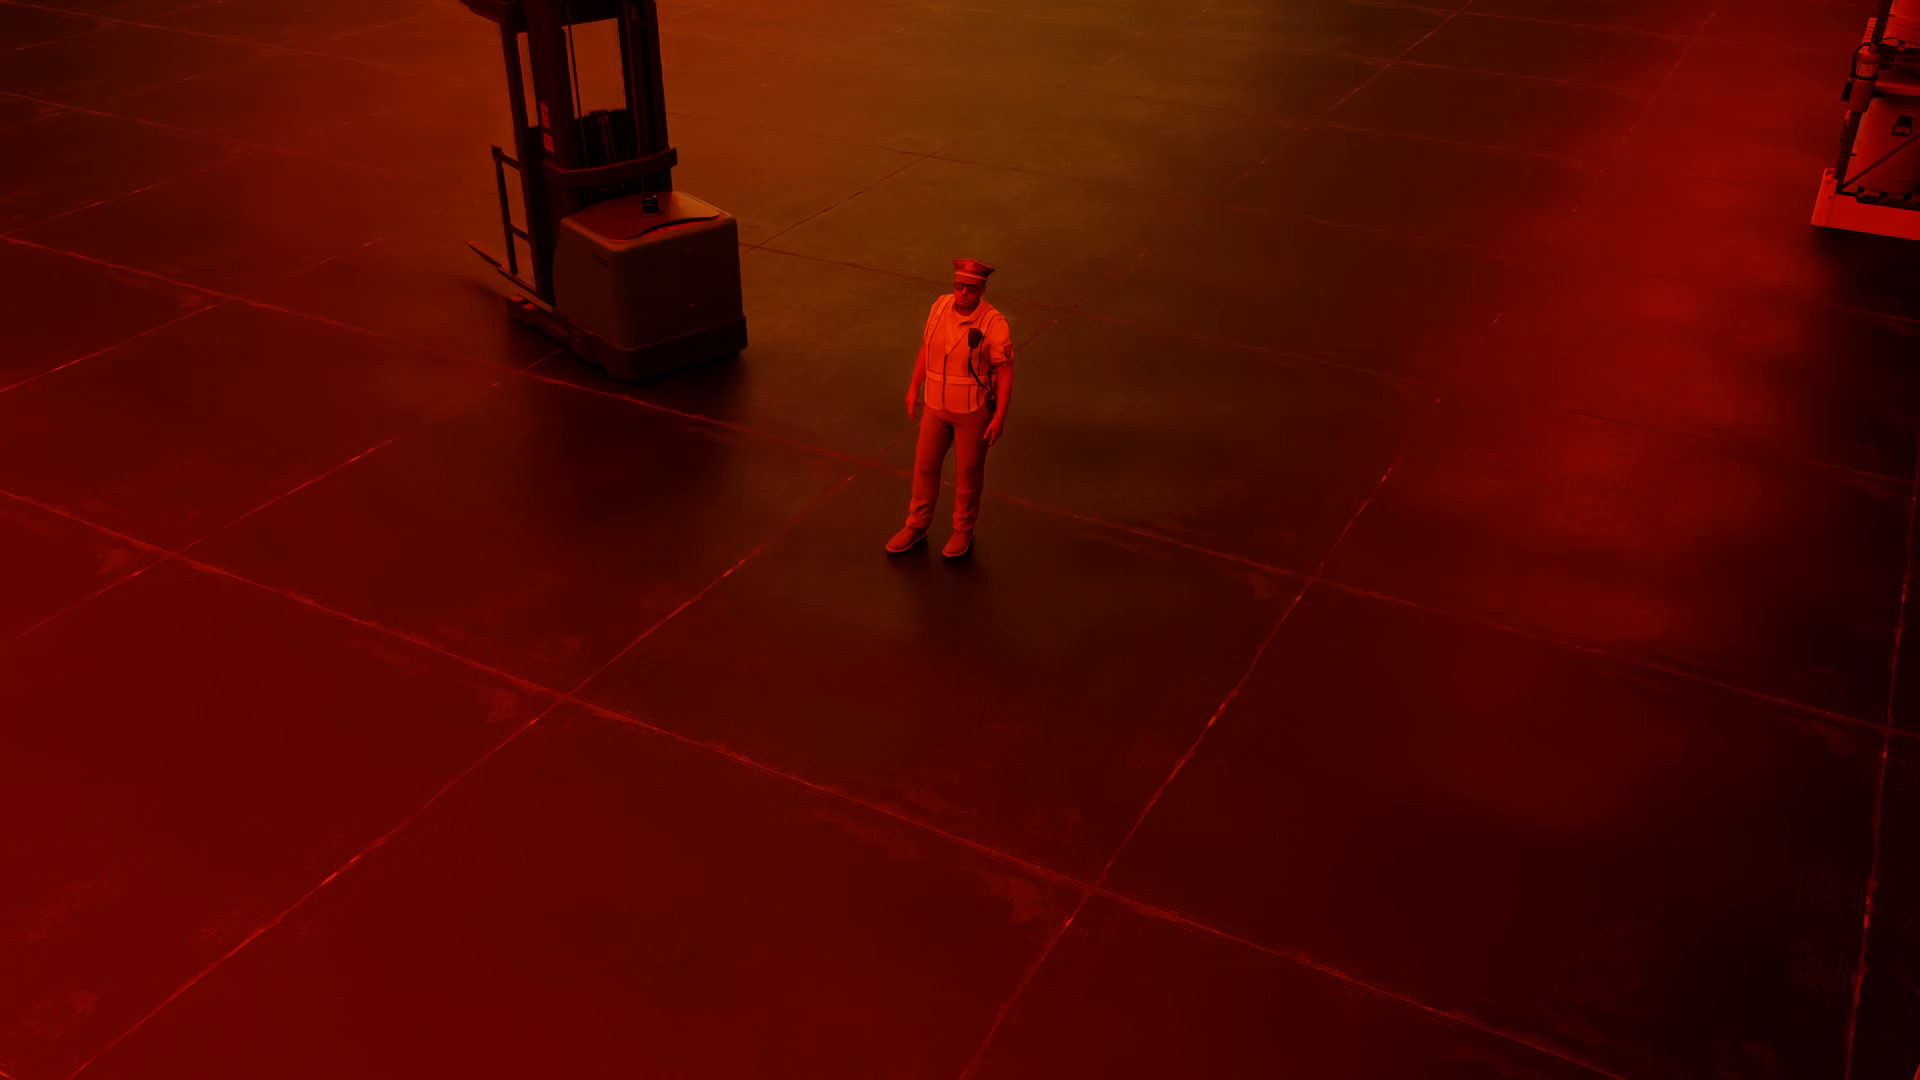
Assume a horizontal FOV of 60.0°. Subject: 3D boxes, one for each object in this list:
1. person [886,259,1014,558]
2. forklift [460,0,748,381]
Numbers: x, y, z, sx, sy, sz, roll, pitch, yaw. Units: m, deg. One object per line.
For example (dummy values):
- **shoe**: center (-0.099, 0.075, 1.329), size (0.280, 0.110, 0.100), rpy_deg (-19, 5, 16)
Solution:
- **person**: center (-0.048, -0.747, 9.500), size (0.640, 1.781, 0.575), rpy_deg (15, 33, 25)
- **forklift**: center (-2.895, -3.071, 12.392), size (1.130, 2.935, 3.031), rpy_deg (-22, 37, -33)
